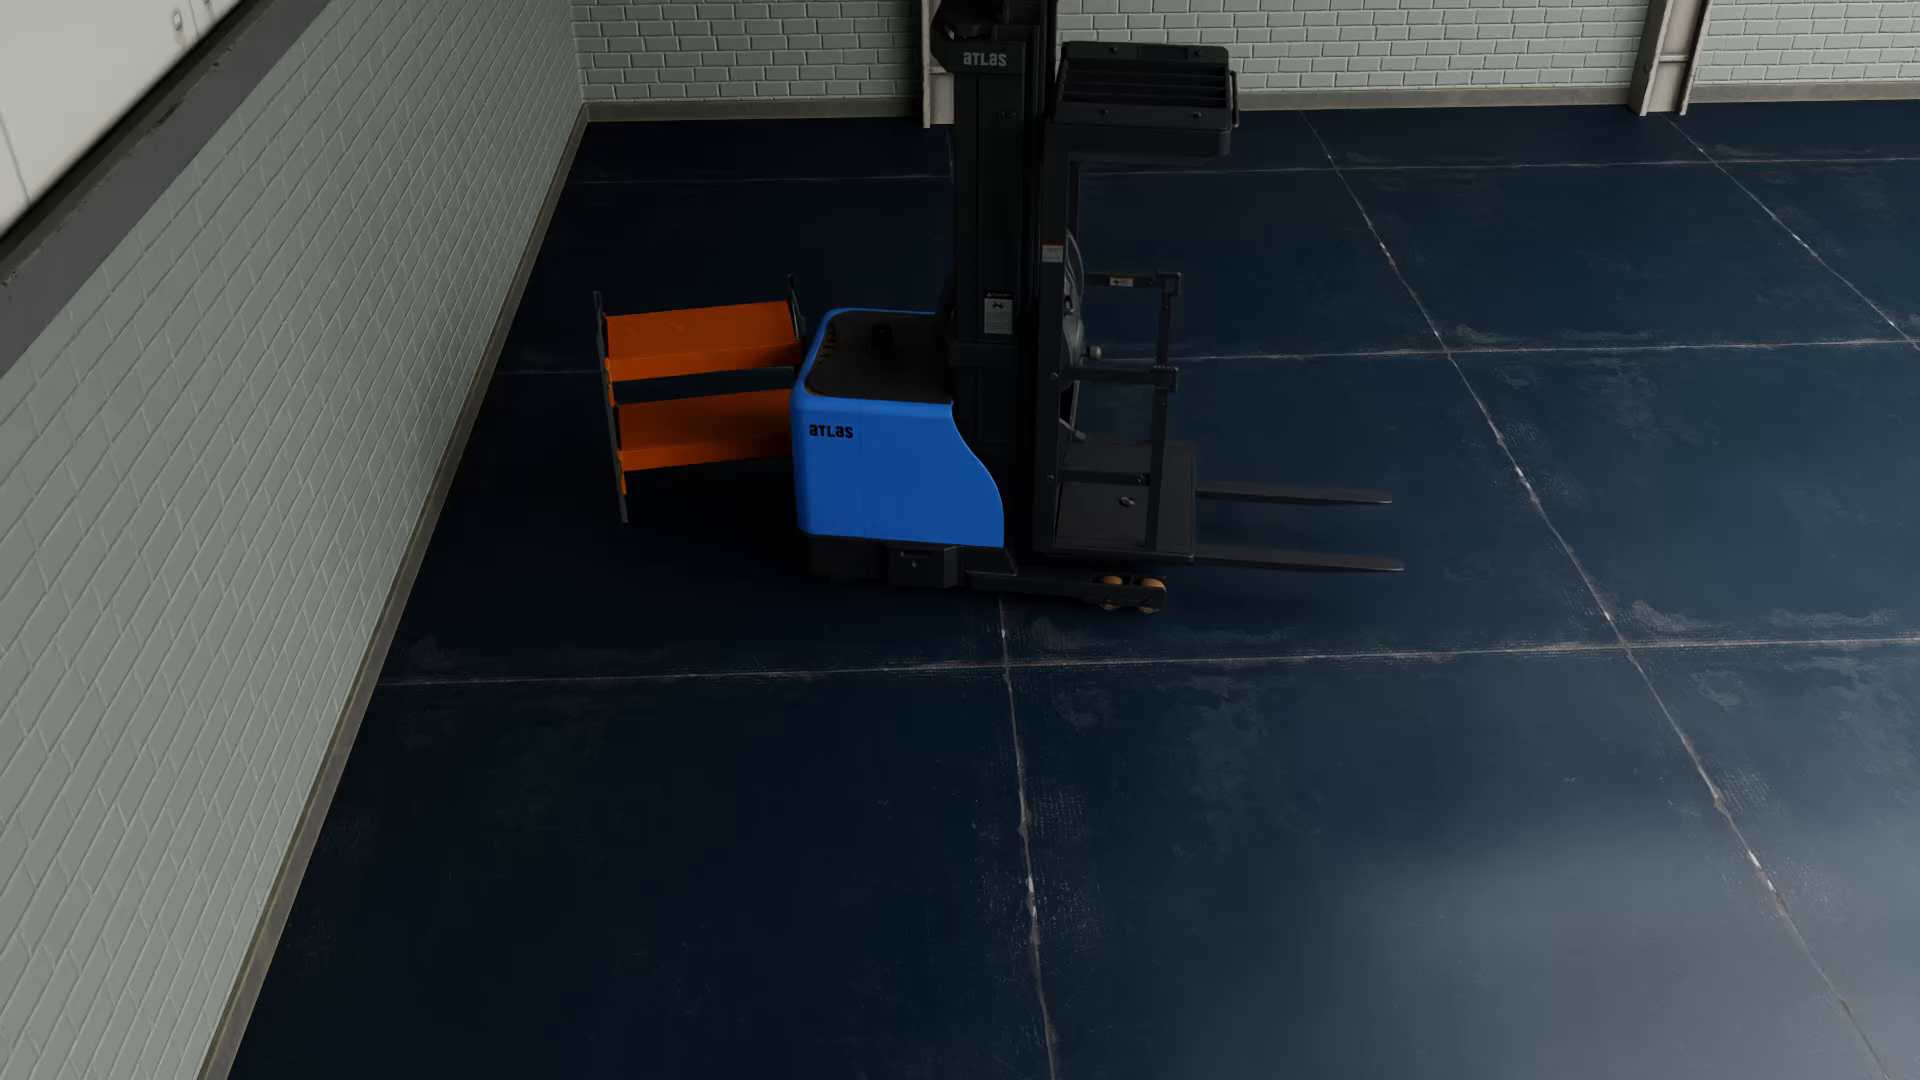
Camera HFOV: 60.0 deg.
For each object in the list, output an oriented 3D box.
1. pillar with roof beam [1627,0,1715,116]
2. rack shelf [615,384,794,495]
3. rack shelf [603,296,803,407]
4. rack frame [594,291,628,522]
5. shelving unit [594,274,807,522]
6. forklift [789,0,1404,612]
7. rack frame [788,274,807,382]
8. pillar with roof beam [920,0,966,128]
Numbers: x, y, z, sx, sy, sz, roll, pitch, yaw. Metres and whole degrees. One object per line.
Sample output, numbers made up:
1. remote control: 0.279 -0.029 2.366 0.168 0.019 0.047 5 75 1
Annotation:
1. pillar with roof beam: 6.082 -4.899 7.957 0.400 9.000 9.100 -2 35 -2
2. rack shelf: -1.350 -0.554 9.028 1.000 0.278 0.538 -7 35 -9
3. rack shelf: -1.350 -0.996 8.723 1.000 0.278 0.538 -7 35 -9
4. rack frame: -1.849 -0.698 8.806 0.032 1.125 0.500 -7 35 -9
5. shelving unit: -1.350 -0.755 8.889 1.048 1.125 0.538 -7 35 -9
6. forklift: 0.723 -1.168 7.899 3.031 2.935 1.130 4 35 6
7. rack frame: -0.852 -0.813 8.973 0.032 1.125 0.500 -7 35 -9
8. pillar with roof beam: 0.089 -4.737 7.724 0.400 9.000 9.100 -2 35 -2
